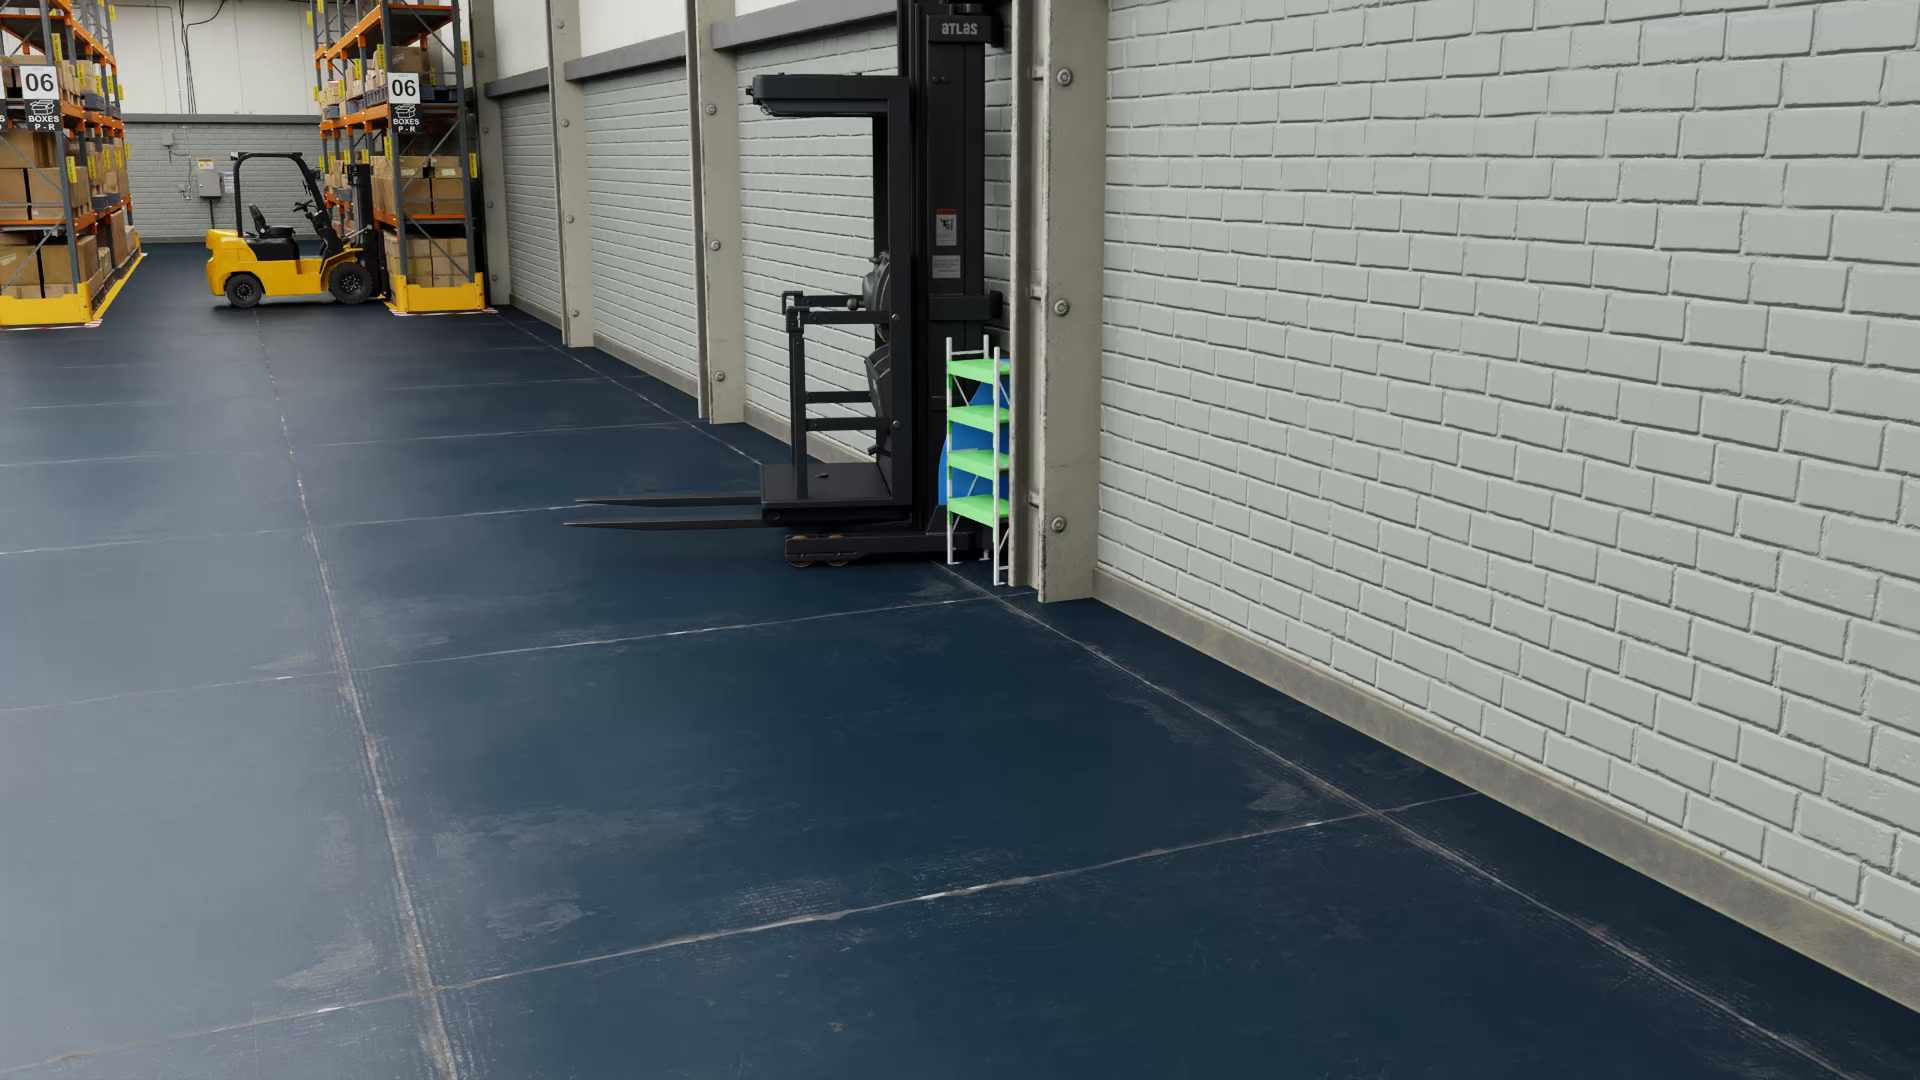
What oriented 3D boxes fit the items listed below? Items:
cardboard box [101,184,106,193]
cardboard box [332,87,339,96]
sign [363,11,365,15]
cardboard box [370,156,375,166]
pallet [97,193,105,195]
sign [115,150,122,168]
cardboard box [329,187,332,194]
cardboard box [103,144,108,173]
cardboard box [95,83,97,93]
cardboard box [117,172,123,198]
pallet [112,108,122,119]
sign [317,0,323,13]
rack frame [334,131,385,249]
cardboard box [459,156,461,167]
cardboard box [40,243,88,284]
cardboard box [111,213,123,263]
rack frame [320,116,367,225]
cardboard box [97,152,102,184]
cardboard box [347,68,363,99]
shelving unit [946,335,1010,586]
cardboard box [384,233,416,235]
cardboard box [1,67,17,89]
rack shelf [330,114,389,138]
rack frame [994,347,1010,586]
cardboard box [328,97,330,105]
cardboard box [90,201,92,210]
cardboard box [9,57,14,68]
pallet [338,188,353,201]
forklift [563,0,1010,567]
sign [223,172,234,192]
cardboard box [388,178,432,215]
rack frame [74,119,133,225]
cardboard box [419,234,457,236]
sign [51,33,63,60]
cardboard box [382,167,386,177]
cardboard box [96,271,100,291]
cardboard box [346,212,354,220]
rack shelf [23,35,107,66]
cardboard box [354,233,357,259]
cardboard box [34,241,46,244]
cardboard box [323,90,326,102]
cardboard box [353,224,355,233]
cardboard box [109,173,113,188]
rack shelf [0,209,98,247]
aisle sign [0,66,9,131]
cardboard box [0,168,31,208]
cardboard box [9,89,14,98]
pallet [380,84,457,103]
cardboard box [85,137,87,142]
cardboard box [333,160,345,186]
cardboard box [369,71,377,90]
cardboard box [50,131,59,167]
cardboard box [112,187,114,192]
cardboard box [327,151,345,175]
[{"bbox_3d":[-14.168,-5.739,27.141,0.380,0.149,0.250,-5,14,-22],"label":"cardboard box"},{"bbox_3d":[-11.714,-8.507,31.567,0.380,0.149,0.250,-6,14,-23],"label":"cardboard box"},{"bbox_3d":[-13.188,-11.512,36.728,0.100,0.325,0.005,-6,14,-23],"label":"sign"},{"bbox_3d":[-9.042,-5.949,26.099,0.380,0.149,0.250,-5,14,-22],"label":"cardboard box"},{"bbox_3d":[-14.217,-5.410,26.518,1.003,0.211,1.213,-6,14,-23],"label":"pallet"},{"bbox_3d":[-16.156,-7.312,31.917,0.100,0.325,0.005,-6,14,-23],"label":"sign"},{"bbox_3d":[-13.354,-7.525,35.788,0.380,0.149,0.250,-6,14,-25],"label":"cardboard box"},{"bbox_3d":[-15.228,-6.670,29.099,0.500,0.500,0.500,-6,14,-23],"label":"cardboard box"},{"bbox_3d":[-13.737,-7.039,25.880,0.500,0.250,0.500,-6,14,-24],"label":"cardboard box"},{"bbox_3d":[-16.597,-6.905,32.328,0.500,0.500,0.500,-5,14,-21],"label":"cardboard box"},{"bbox_3d":[-17.945,-8.828,34.403,1.003,0.211,1.213,-6,14,-23],"label":"pallet"},{"bbox_3d":[-12.607,-10.556,32.773,0.100,0.325,0.005,-6,14,-23],"label":"sign"},{"bbox_3d":[-12.103,-7.184,33.759,1.000,3.000,0.127,-6,14,-23],"label":"rack frame"},{"bbox_3d":[-7.284,-5.364,23.574,0.380,0.149,0.250,-5,14,-21],"label":"cardboard box"},{"bbox_3d":[-11.922,-3.683,22.134,0.500,0.500,0.500,-6,14,-25],"label":"cardboard box"},{"bbox_3d":[-15.601,-5.413,29.887,0.875,0.875,0.875,-5,14,-22],"label":"cardboard box"},{"bbox_3d":[-13.705,-8.011,37.330,1.000,3.000,0.127,-6,14,-23],"label":"rack frame"},{"bbox_3d":[-13.972,-5.915,26.463,0.500,0.500,0.500,-6,14,-25],"label":"cardboard box"},{"bbox_3d":[-10.140,-7.854,28.627,0.700,0.500,0.500,-6,14,-24],"label":"cardboard box"},{"bbox_3d":[0.159,-0.418,8.509,0.258,1.200,0.503,-7,15,-28],"label":"shelving unit"},{"bbox_3d":[-8.383,-4.438,24.842,0.500,0.250,0.500,-6,14,-24],"label":"cardboard box"},{"bbox_3d":[-12.294,-5.871,21.103,0.500,0.250,0.500,-6,14,-24],"label":"cardboard box"},{"bbox_3d":[-11.302,-7.882,31.717,1.077,0.370,4.000,-6,14,-23],"label":"rack shelf"},{"bbox_3d":[0.278,-0.369,8.302,0.240,1.200,0.015,-7,15,-28],"label":"rack frame"},{"bbox_3d":[-12.061,-8.519,32.277,0.380,0.149,0.250,-5,14,-22],"label":"cardboard box"},{"bbox_3d":[-13.037,-4.921,24.538,0.380,0.149,0.250,-6,14,-24],"label":"cardboard box"},{"bbox_3d":[-12.490,-6.192,21.606,0.380,0.149,0.250,-6,14,-23],"label":"cardboard box"},{"bbox_3d":[-10.836,-6.398,30.788,1.213,0.211,1.003,-6,14,-23],"label":"pallet"},{"bbox_3d":[-0.625,-1.410,8.963,3.031,2.935,1.130,-2,13,-7],"label":"forklift"},{"bbox_3d":[-18.179,-8.925,41.491,0.329,0.494,0.001,-6,14,-23],"label":"sign"},{"bbox_3d":[-7.734,-4.832,23.372,0.500,0.500,0.500,-6,14,-24],"label":"cardboard box"},{"bbox_3d":[-18.252,-7.562,35.389,1.000,3.000,0.127,-6,14,-23],"label":"rack frame"},{"bbox_3d":[-7.709,-4.381,24.595,0.500,0.250,0.500,-6,14,-23],"label":"cardboard box"},{"bbox_3d":[-11.345,-6.192,20.882,0.100,0.325,0.005,-6,14,-23],"label":"sign"},{"bbox_3d":[-8.228,-5.379,24.298,0.380,0.149,0.250,-6,14,-23],"label":"cardboard box"},{"bbox_3d":[-12.739,-3.740,24.046,0.500,0.250,0.500,-6,14,-24],"label":"cardboard box"},{"bbox_3d":[-12.055,-6.485,33.249,0.380,0.149,0.250,-6,14,-26],"label":"cardboard box"},{"bbox_3d":[-15.848,-8.699,29.483,1.077,0.370,4.000,-6,14,-23],"label":"rack shelf"},{"bbox_3d":[-11.058,-5.517,31.167,0.500,0.500,0.500,-6,14,-24],"label":"cardboard box"},{"bbox_3d":[-12.810,-3.841,22.816,0.500,0.500,0.500,-6,14,-24],"label":"cardboard box"},{"bbox_3d":[-13.144,-9.359,35.069,0.500,0.250,0.500,-5,14,-21],"label":"cardboard box"},{"bbox_3d":[-11.068,-5.794,30.923,0.380,0.149,0.250,-6,15,-26],"label":"cardboard box"},{"bbox_3d":[-15.418,-6.417,29.669,0.500,0.250,0.500,-6,14,-23],"label":"cardboard box"},{"bbox_3d":[-12.644,-4.319,22.973,1.077,0.370,4.000,-6,14,-23],"label":"rack shelf"},{"bbox_3d":[-12.083,-5.484,20.645,0.394,0.787,0.004,-6,14,-23],"label":"aisle sign"},{"bbox_3d":[-12.312,-4.537,21.439,0.500,0.500,0.500,-6,14,-24],"label":"cardboard box"},{"bbox_3d":[-12.447,-5.750,21.466,0.380,0.149,0.250,-5,14,-21],"label":"cardboard box"},{"bbox_3d":[-7.555,-6.272,23.360,1.003,0.211,1.213,-6,14,-23],"label":"pallet"},{"bbox_3d":[-17.161,-7.739,32.276,0.380,0.149,0.250,-6,14,-23],"label":"cardboard box"},{"bbox_3d":[-12.114,-7.318,33.181,0.700,0.500,0.500,-5,14,-22],"label":"cardboard box"},{"bbox_3d":[-8.582,-6.847,24.793,0.396,0.266,0.258,-6,14,-24],"label":"cardboard box"},{"bbox_3d":[-13.467,-5.653,24.042,0.700,0.500,0.500,-6,14,-24],"label":"cardboard box"},{"bbox_3d":[-15.640,-6.275,30.161,0.500,0.250,0.500,-6,14,-23],"label":"cardboard box"},{"bbox_3d":[-13.169,-8.020,35.379,0.500,0.500,0.500,-5,14,-22],"label":"cardboard box"}]
